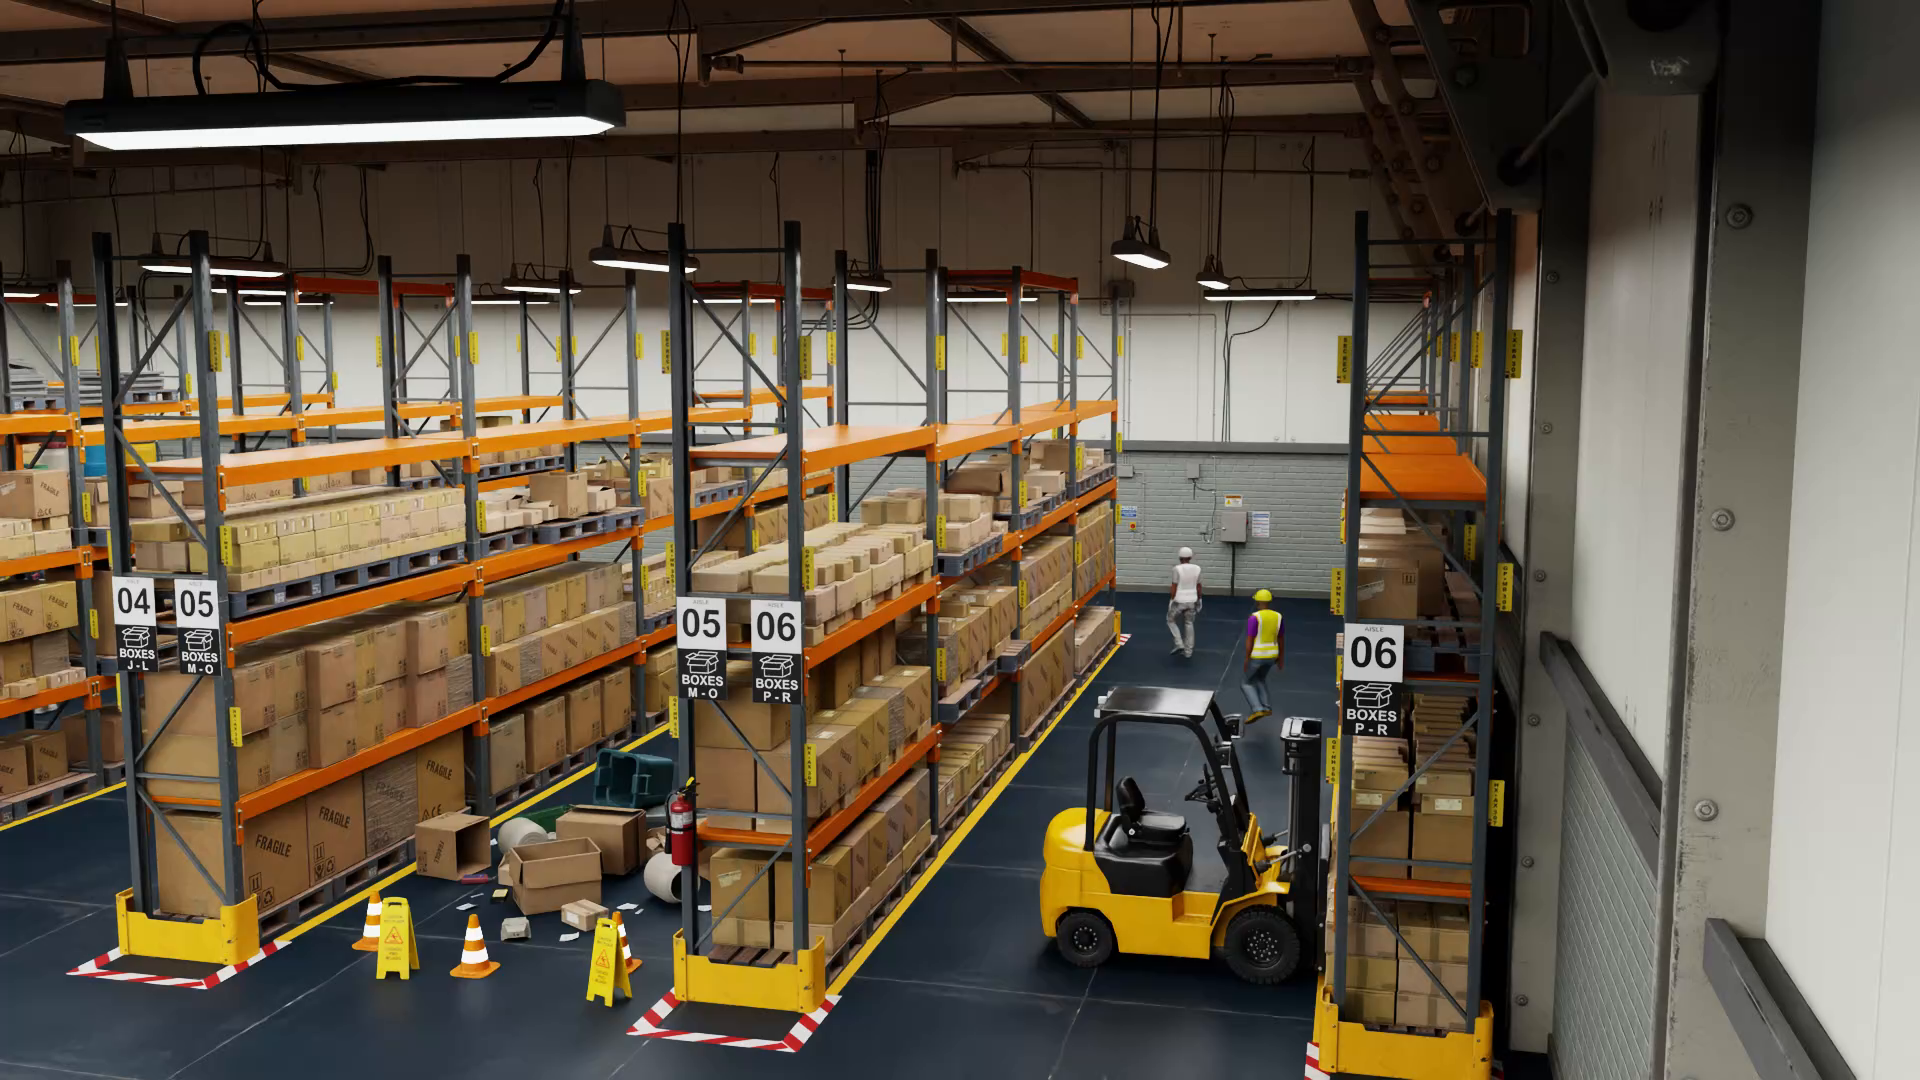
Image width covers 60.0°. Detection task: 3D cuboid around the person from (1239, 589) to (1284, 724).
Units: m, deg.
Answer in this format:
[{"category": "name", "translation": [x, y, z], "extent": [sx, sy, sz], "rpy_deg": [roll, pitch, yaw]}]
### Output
[{"category": "person", "translation": [3.910, 1.505, 21.517], "extent": [0.616, 1.741, 0.537], "rpy_deg": [-3, 8, -24]}]

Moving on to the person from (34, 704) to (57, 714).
[{"category": "person", "translation": [-12.705, 1.523, 22.812], "extent": [0.631, 1.752, 0.703], "rpy_deg": [2, 7, 15]}]

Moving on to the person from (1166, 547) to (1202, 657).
[{"category": "person", "translation": [3.647, 1.006, 26.894], "extent": [0.609, 1.785, 0.467], "rpy_deg": [-3, 7, -21]}]
